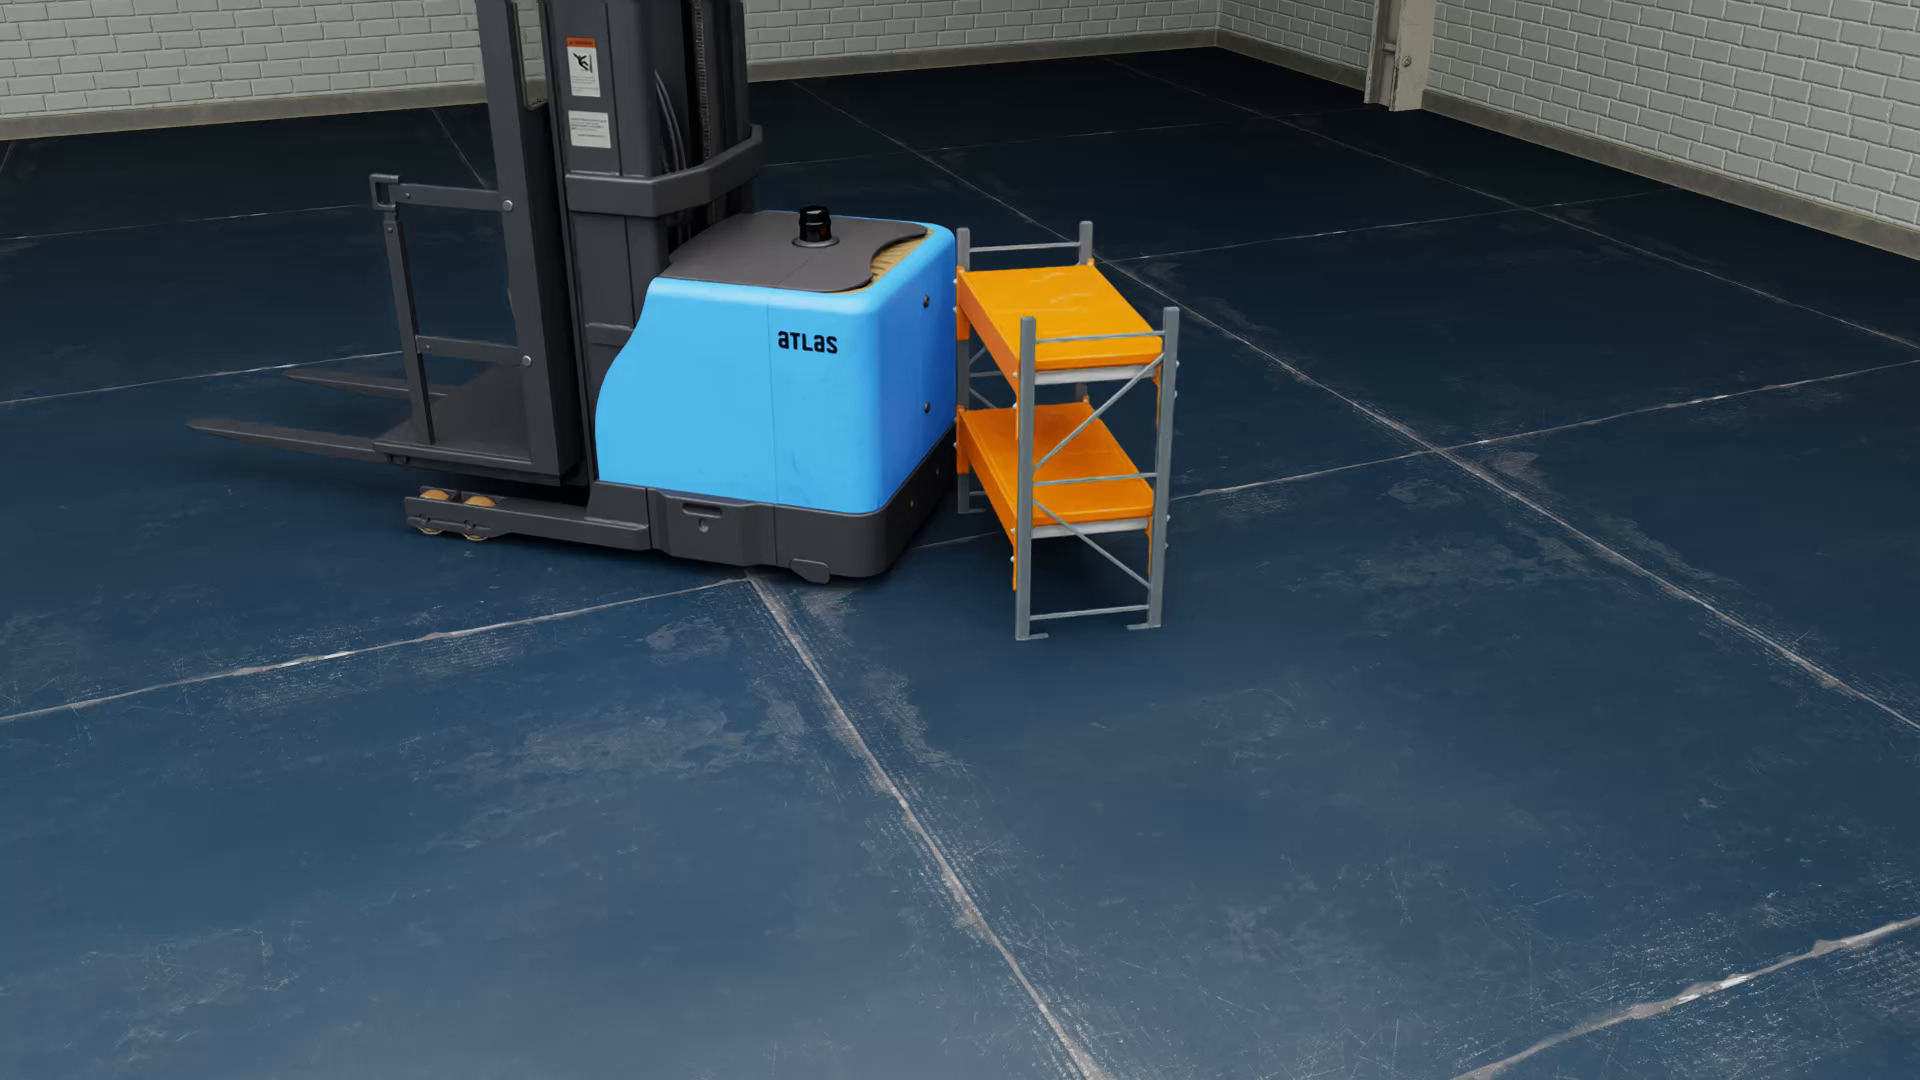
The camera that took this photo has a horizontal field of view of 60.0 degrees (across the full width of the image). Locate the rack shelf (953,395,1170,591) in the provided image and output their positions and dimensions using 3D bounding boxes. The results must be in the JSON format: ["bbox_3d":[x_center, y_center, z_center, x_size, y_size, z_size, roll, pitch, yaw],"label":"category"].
[{"bbox_3d":[0.334,-0.192,5.919,0.538,0.278,1.000,-5,26,-10],"label":"rack shelf"}]

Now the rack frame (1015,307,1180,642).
[{"bbox_3d":[0.433,-0.193,5.363,0.500,1.125,0.032,-5,26,-10],"label":"rack frame"}]

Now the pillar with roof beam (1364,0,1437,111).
[{"bbox_3d":[-0.453,-6.823,9.968,9.100,9.000,0.400,-11,28,-21],"label":"pillar with roof beam"}]

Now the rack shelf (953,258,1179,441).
[{"bbox_3d":[0.334,-0.675,5.683,0.538,0.278,1.000,-5,26,-10],"label":"rack shelf"}]

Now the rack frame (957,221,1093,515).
[{"bbox_3d":[0.236,-0.631,6.260,0.500,1.125,0.032,-5,26,-10],"label":"rack frame"}]

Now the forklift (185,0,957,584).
[{"bbox_3d":[-1.578,-1.524,6.031,3.031,2.935,1.130,8,27,15],"label":"forklift"}]

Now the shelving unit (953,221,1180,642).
[{"bbox_3d":[0.334,-0.412,5.811,0.538,1.125,1.048,-5,26,-10],"label":"shelving unit"}]
